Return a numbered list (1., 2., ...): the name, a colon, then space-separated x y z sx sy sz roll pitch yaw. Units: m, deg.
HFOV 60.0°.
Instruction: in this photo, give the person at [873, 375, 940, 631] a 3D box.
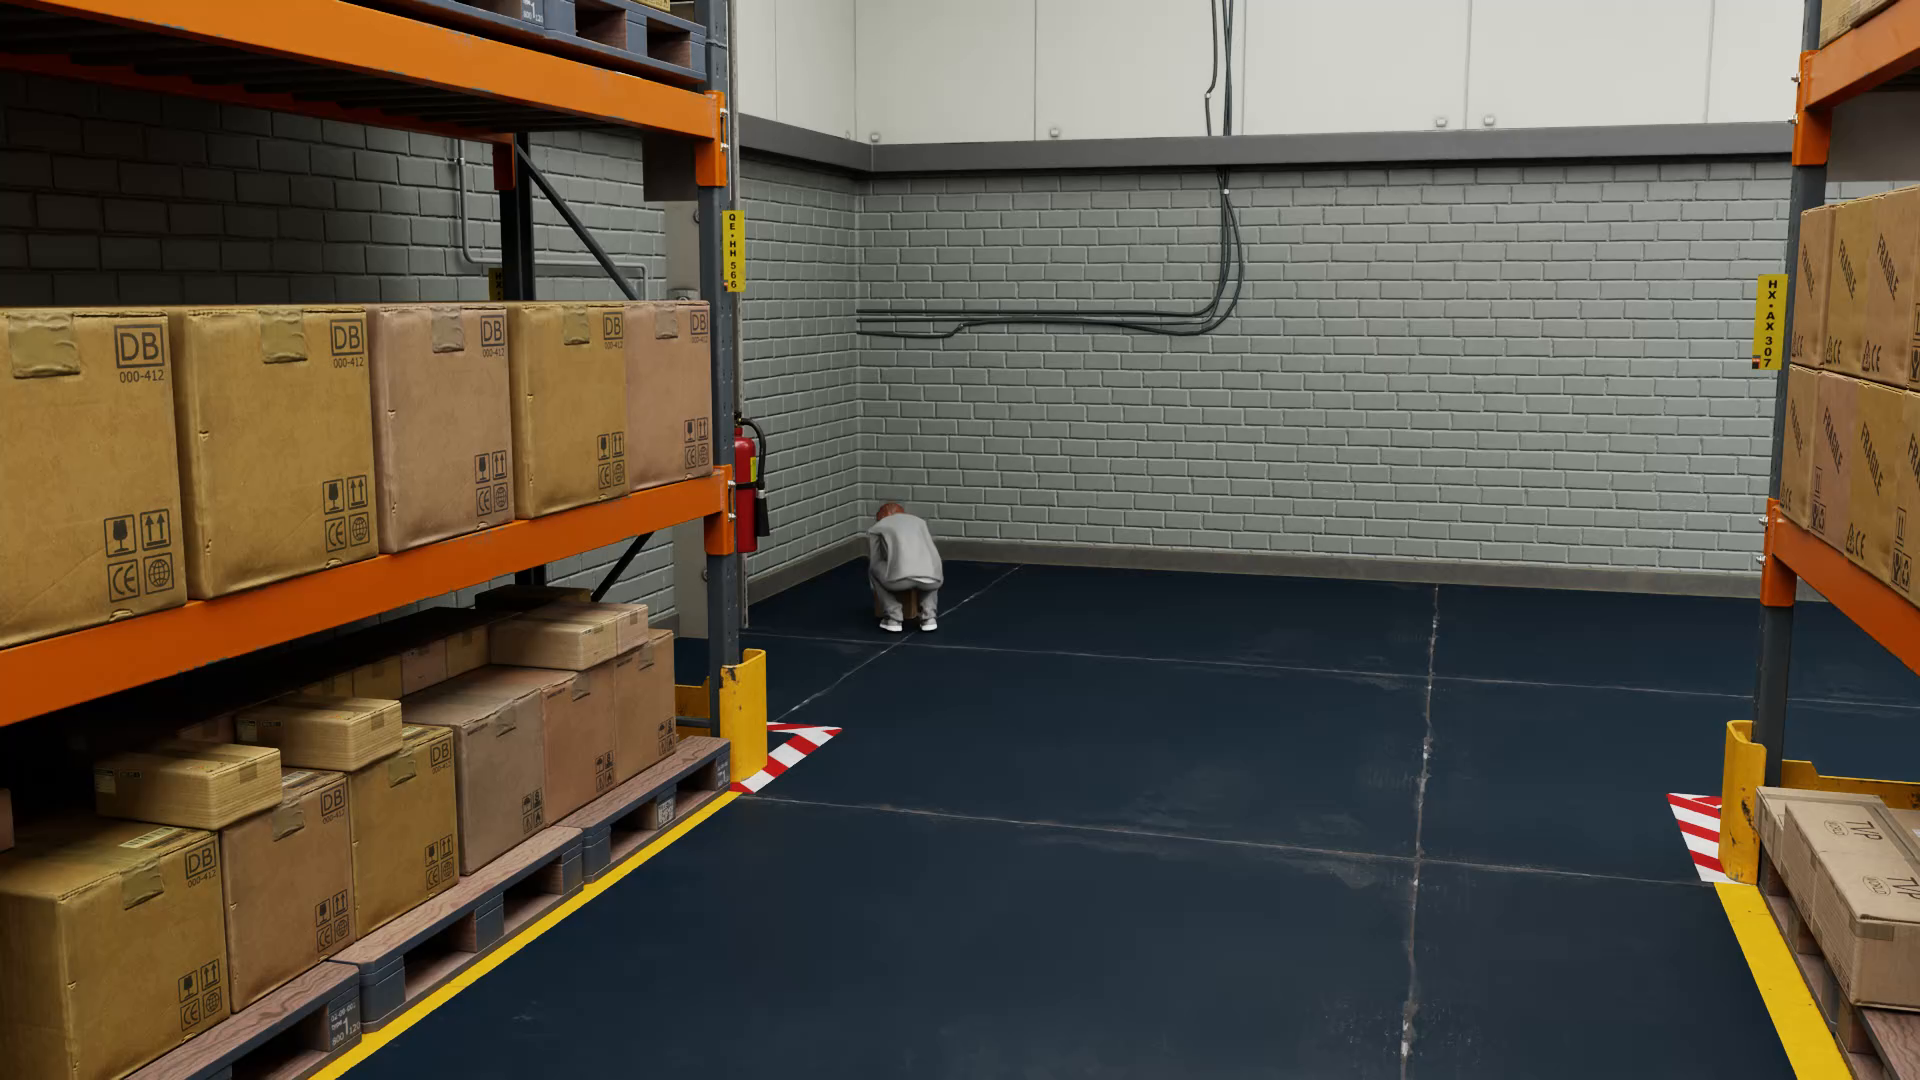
1. person: -0.322 -0.220 10.074 0.376 1.533 0.554 -2 9 -10
